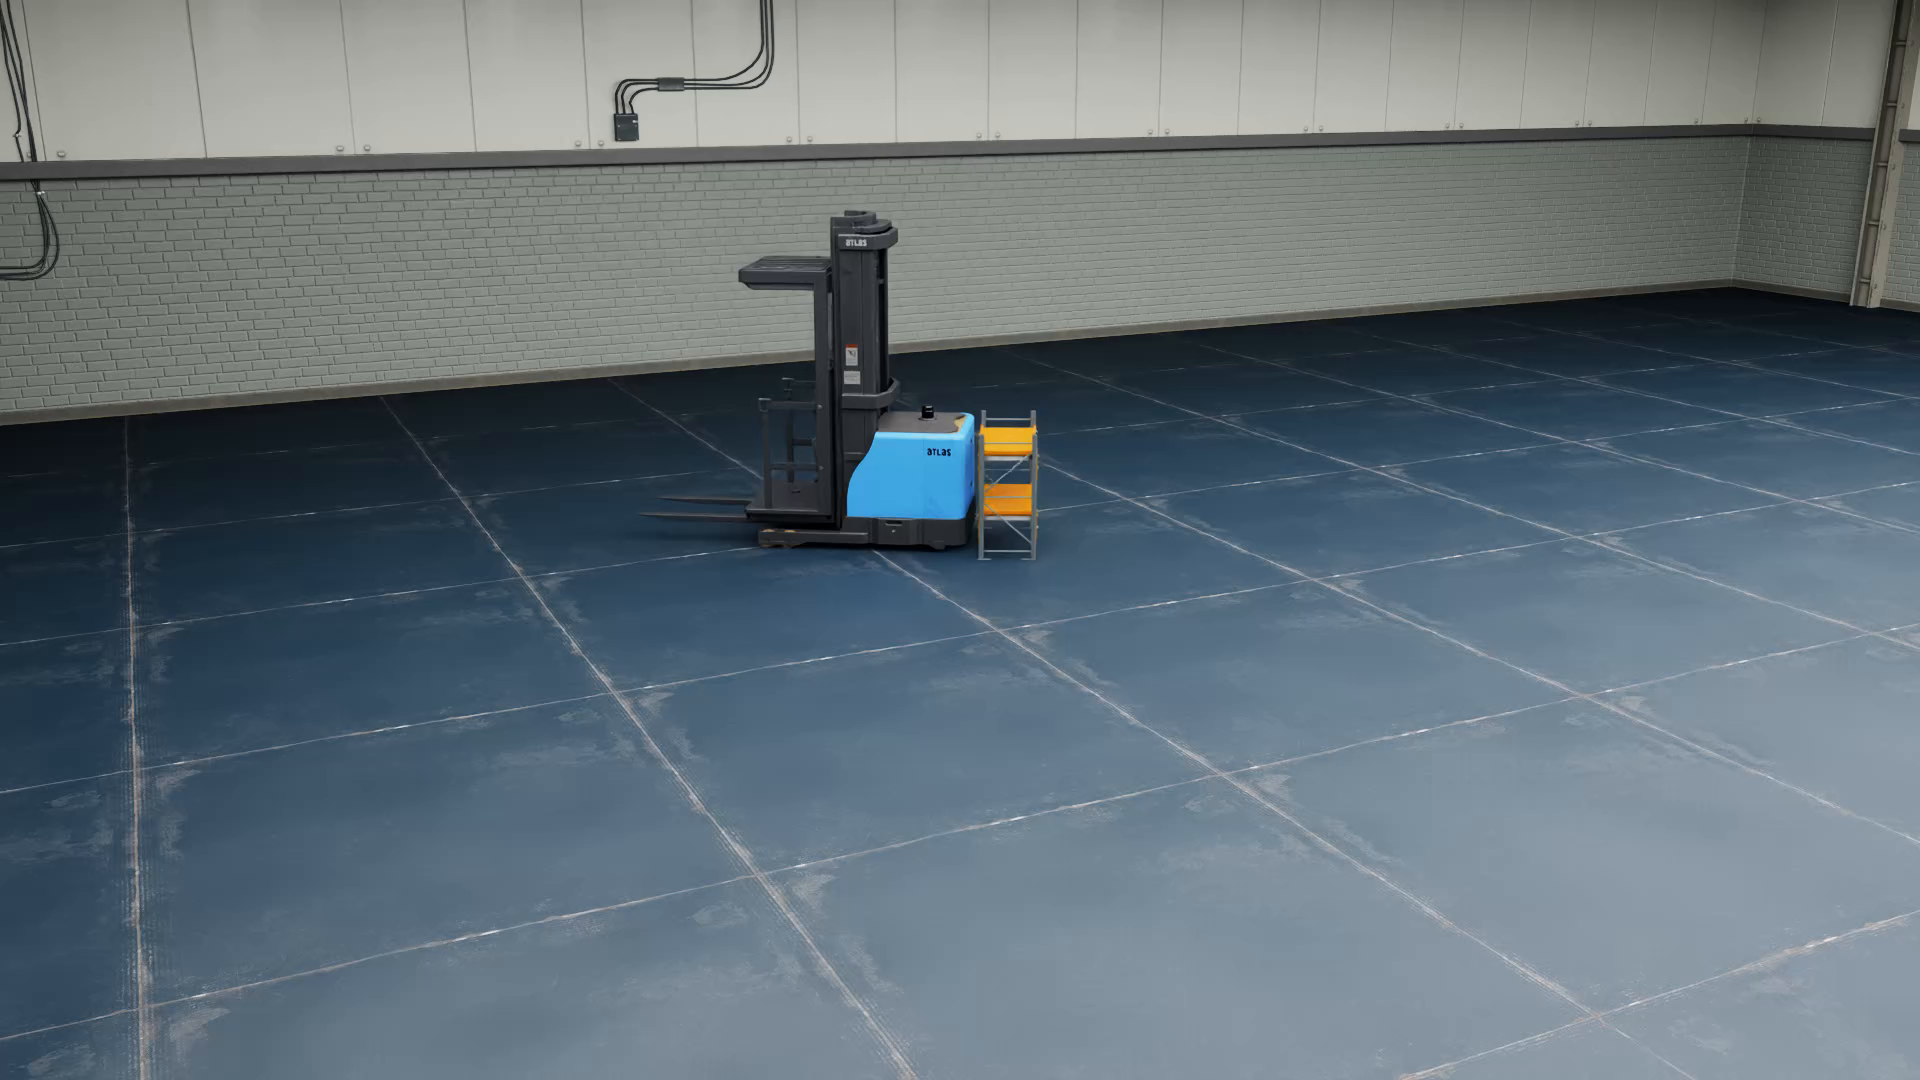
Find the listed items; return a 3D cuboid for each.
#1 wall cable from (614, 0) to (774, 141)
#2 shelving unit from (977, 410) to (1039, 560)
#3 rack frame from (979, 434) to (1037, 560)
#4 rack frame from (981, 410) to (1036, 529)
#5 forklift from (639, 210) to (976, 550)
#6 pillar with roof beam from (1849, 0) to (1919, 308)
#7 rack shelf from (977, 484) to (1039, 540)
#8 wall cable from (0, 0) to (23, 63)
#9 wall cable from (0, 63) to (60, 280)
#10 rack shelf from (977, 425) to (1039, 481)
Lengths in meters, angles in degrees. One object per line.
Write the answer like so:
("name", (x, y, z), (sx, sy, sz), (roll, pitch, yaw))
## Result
("wall cable", (-3.590, -8.401, 22.044), (2.305, 6.003, 0.169), (-8, 18, -25))
("shelving unit", (0.431, -0.507, 14.978), (0.538, 1.125, 1.048), (0, 16, 2))
("rack frame", (0.417, -0.367, 14.490), (0.500, 1.125, 0.032), (0, 16, 2))
("rack frame", (0.445, -0.648, 15.467), (0.500, 1.125, 0.032), (0, 16, 2))
("forklift", (-1.403, -1.475, 15.077), (3.031, 2.935, 1.130), (2, 16, 6))
("pillar with roof beam", (12.417, -8.019, 26.879), (9.100, 9.000, 0.400), (-8, 18, -25))
("rack shelf", (0.431, -0.272, 15.046), (0.538, 0.278, 1.000), (0, 16, 2))
("wall cable", (-9.699, -6.885, 19.400), (3.097, 2.526, 0.112), (-8, 18, -25))
("wall cable", (-12.131, -4.130, 18.958), (3.097, 2.526, 0.112), (-8, 18, -25))
("rack shelf", (0.431, -0.789, 14.898), (0.538, 0.278, 1.000), (0, 16, 2))
